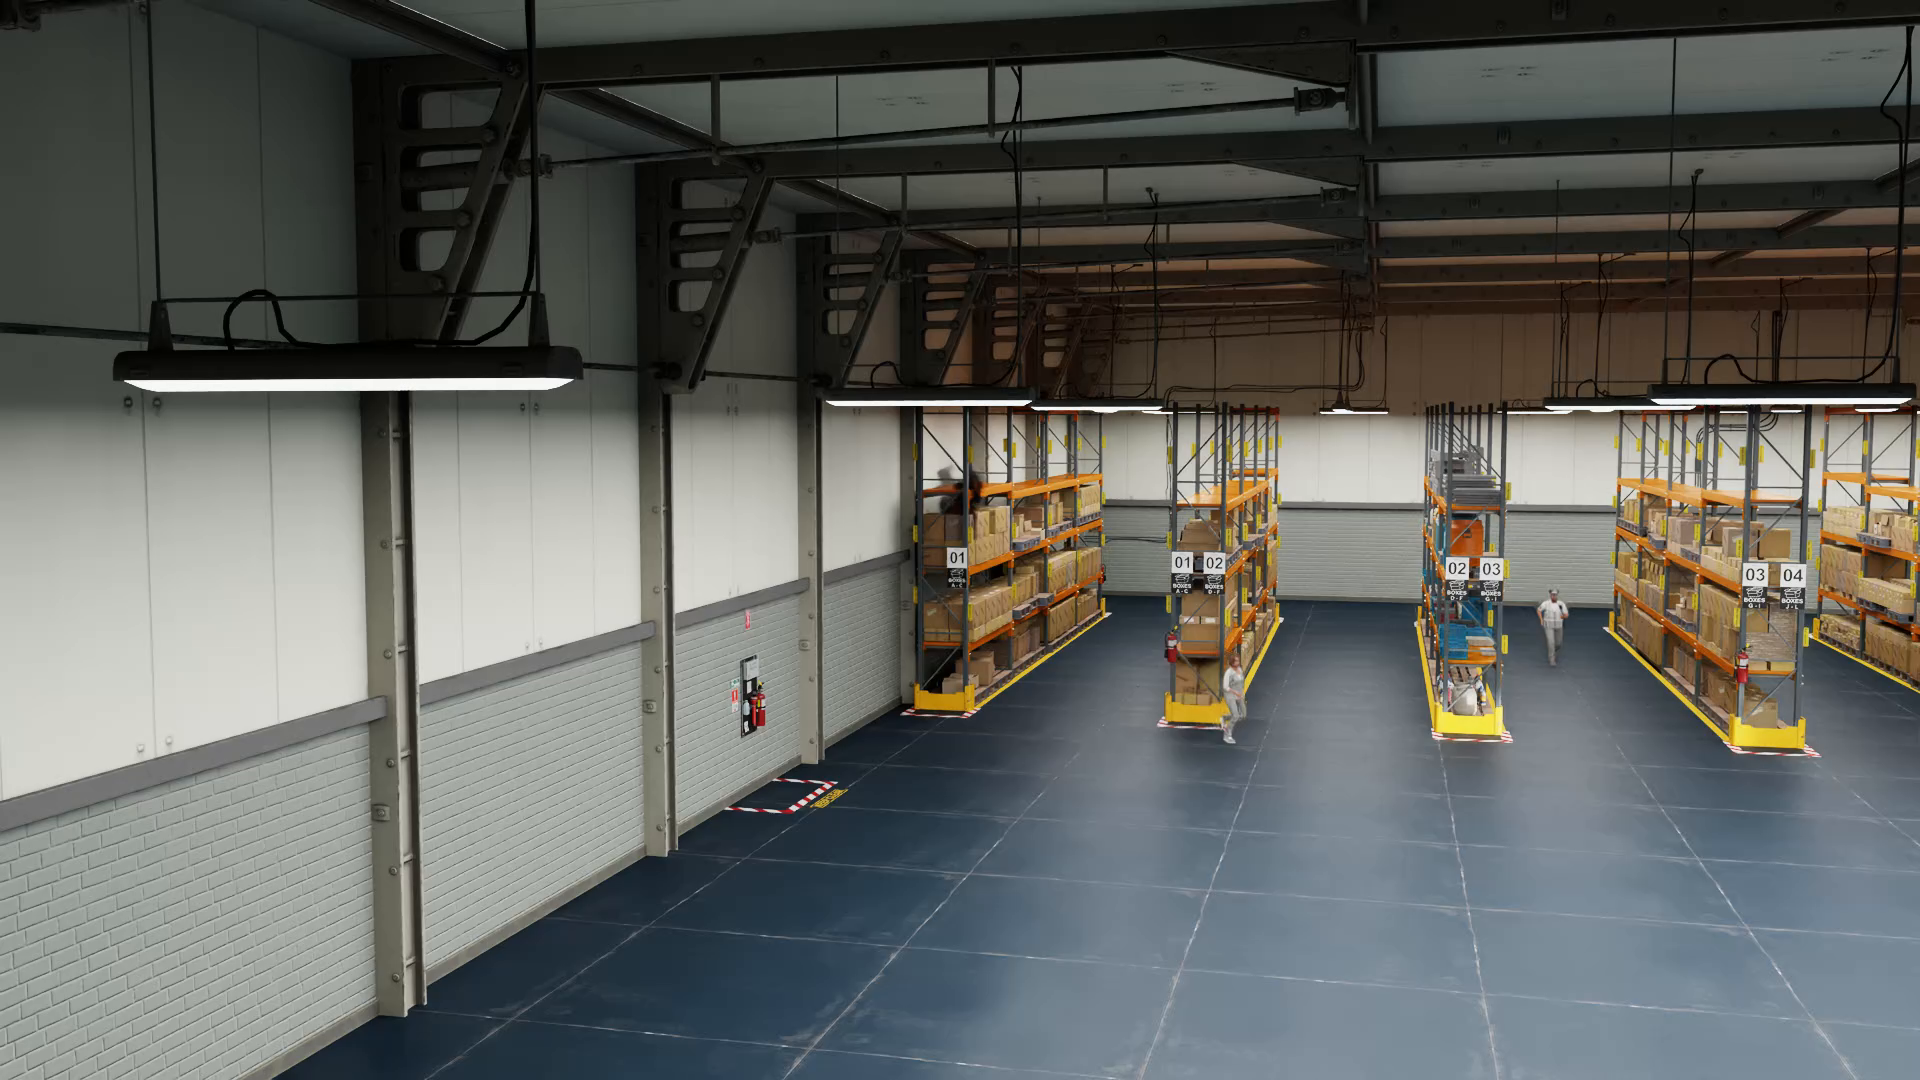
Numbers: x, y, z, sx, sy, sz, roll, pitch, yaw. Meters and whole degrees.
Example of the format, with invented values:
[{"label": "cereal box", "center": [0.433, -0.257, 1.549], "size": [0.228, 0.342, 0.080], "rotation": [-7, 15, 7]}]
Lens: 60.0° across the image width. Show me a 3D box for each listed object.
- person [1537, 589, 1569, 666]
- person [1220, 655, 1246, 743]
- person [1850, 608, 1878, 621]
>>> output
[{"label": "person", "center": [13.715, 1.994, 38.435], "size": [0.673, 1.755, 0.937], "rotation": [1, 4, 7]}, {"label": "person", "center": [4.821, 2.803, 29.308], "size": [0.566, 1.547, 0.605], "rotation": [-4, 6, -40]}, {"label": "person", "center": [24.005, 1.643, 44.192], "size": [0.679, 1.684, 0.626], "rotation": [1, 4, 19]}]
